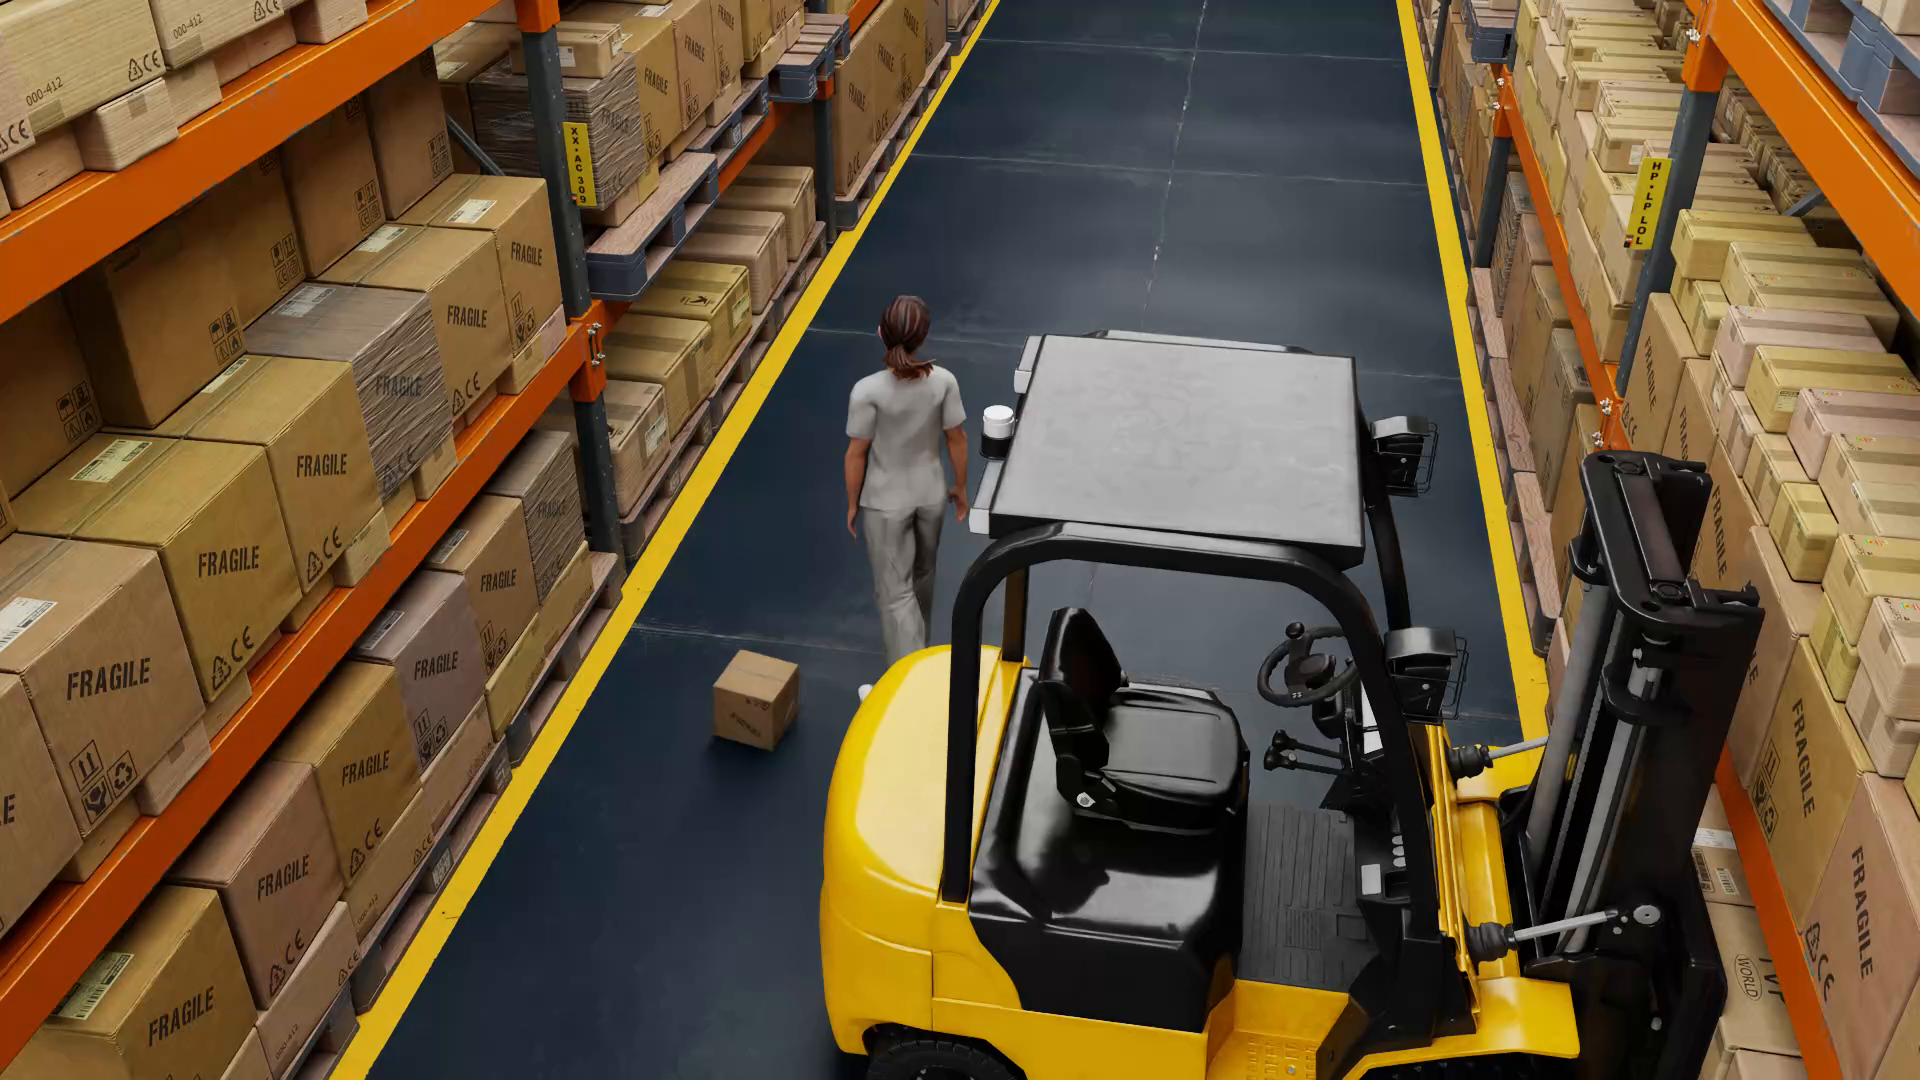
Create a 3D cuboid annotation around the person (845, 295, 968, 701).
[{"bbox_3d":[-0.213,-0.144,6.368,0.511,1.667,0.619,-15,35,-22],"label":"person"}]
